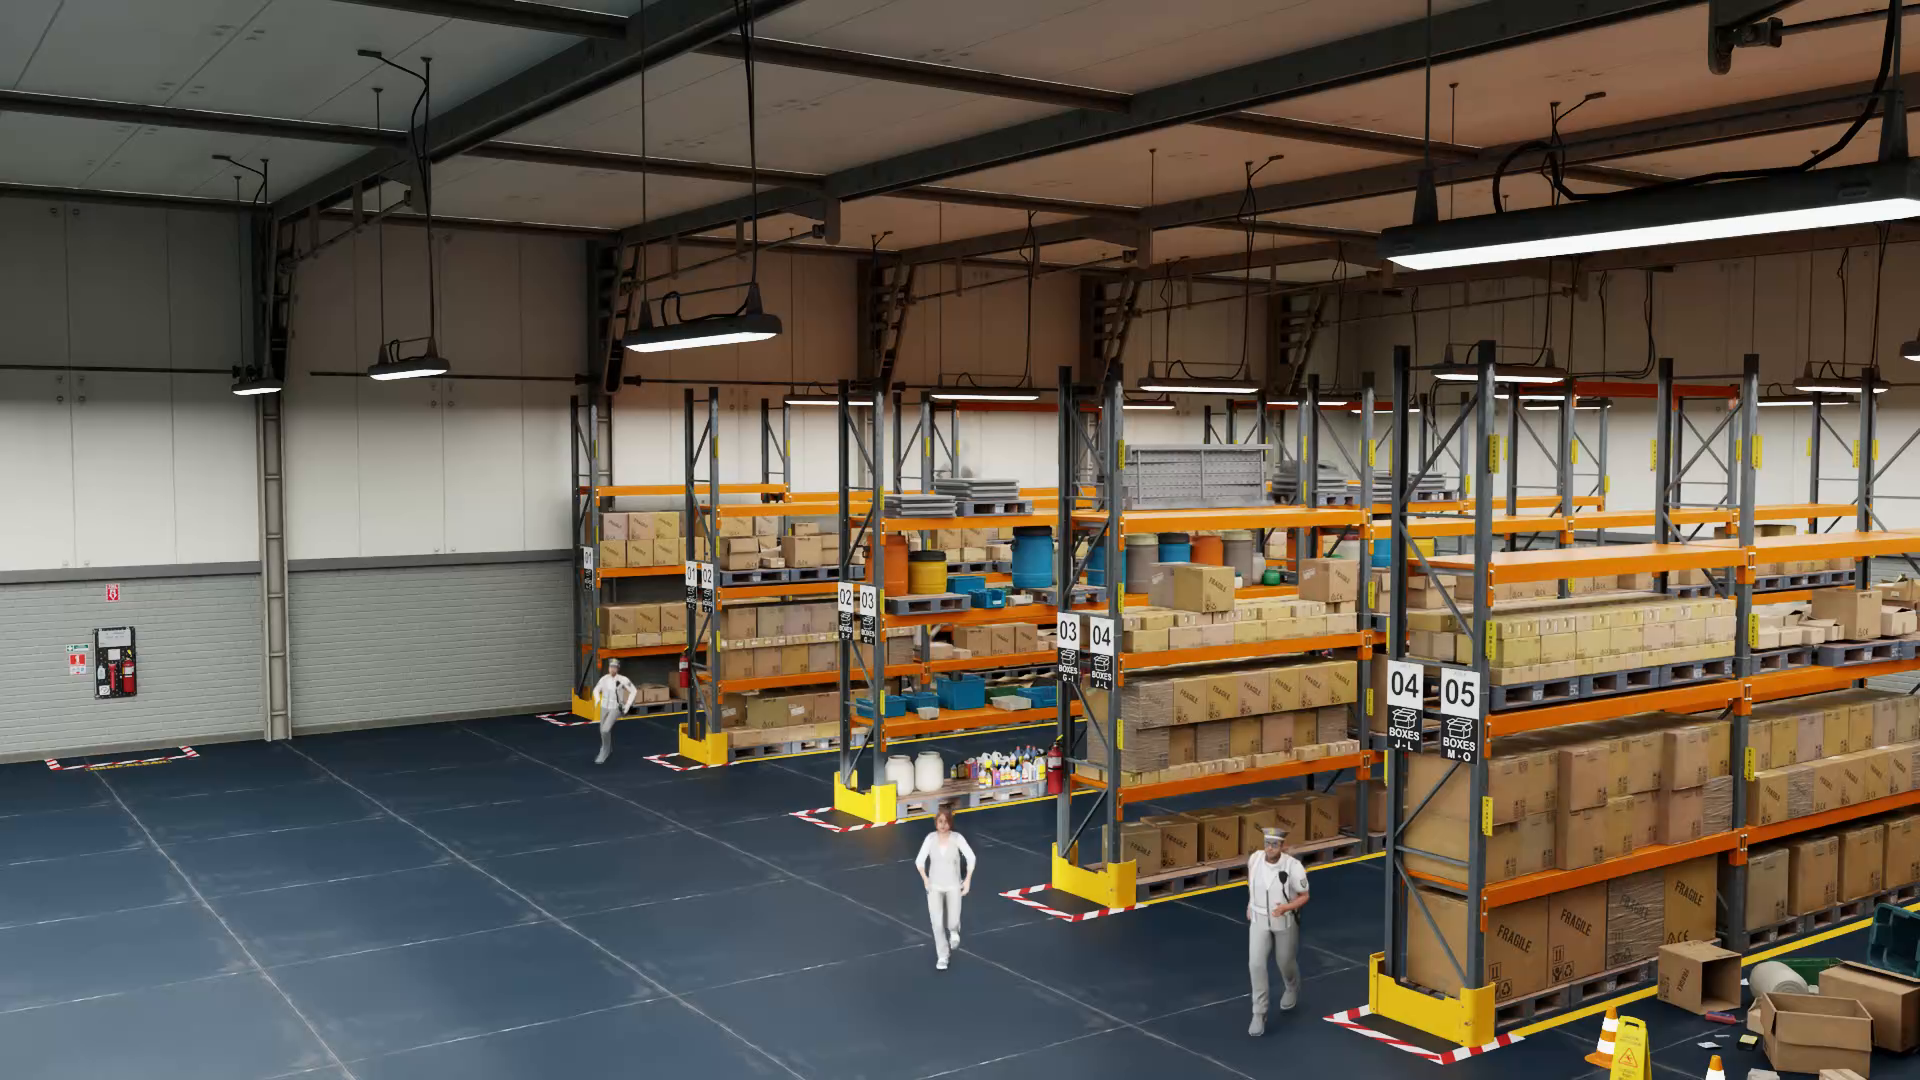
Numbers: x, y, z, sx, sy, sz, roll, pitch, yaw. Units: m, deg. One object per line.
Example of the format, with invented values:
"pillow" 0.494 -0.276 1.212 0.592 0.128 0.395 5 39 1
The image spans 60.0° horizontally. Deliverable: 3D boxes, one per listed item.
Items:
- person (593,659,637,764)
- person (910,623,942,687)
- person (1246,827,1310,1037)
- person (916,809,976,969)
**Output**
"person" -5.580 2.738 26.704 0.682 1.699 0.665 1 4 18
"person" -0.778 2.063 31.917 0.802 1.830 0.685 -3 5 -43
"person" 2.812 3.394 14.749 0.603 1.793 0.957 1 4 23
"person" -0.143 3.403 16.319 0.589 1.551 0.575 0 3 4
